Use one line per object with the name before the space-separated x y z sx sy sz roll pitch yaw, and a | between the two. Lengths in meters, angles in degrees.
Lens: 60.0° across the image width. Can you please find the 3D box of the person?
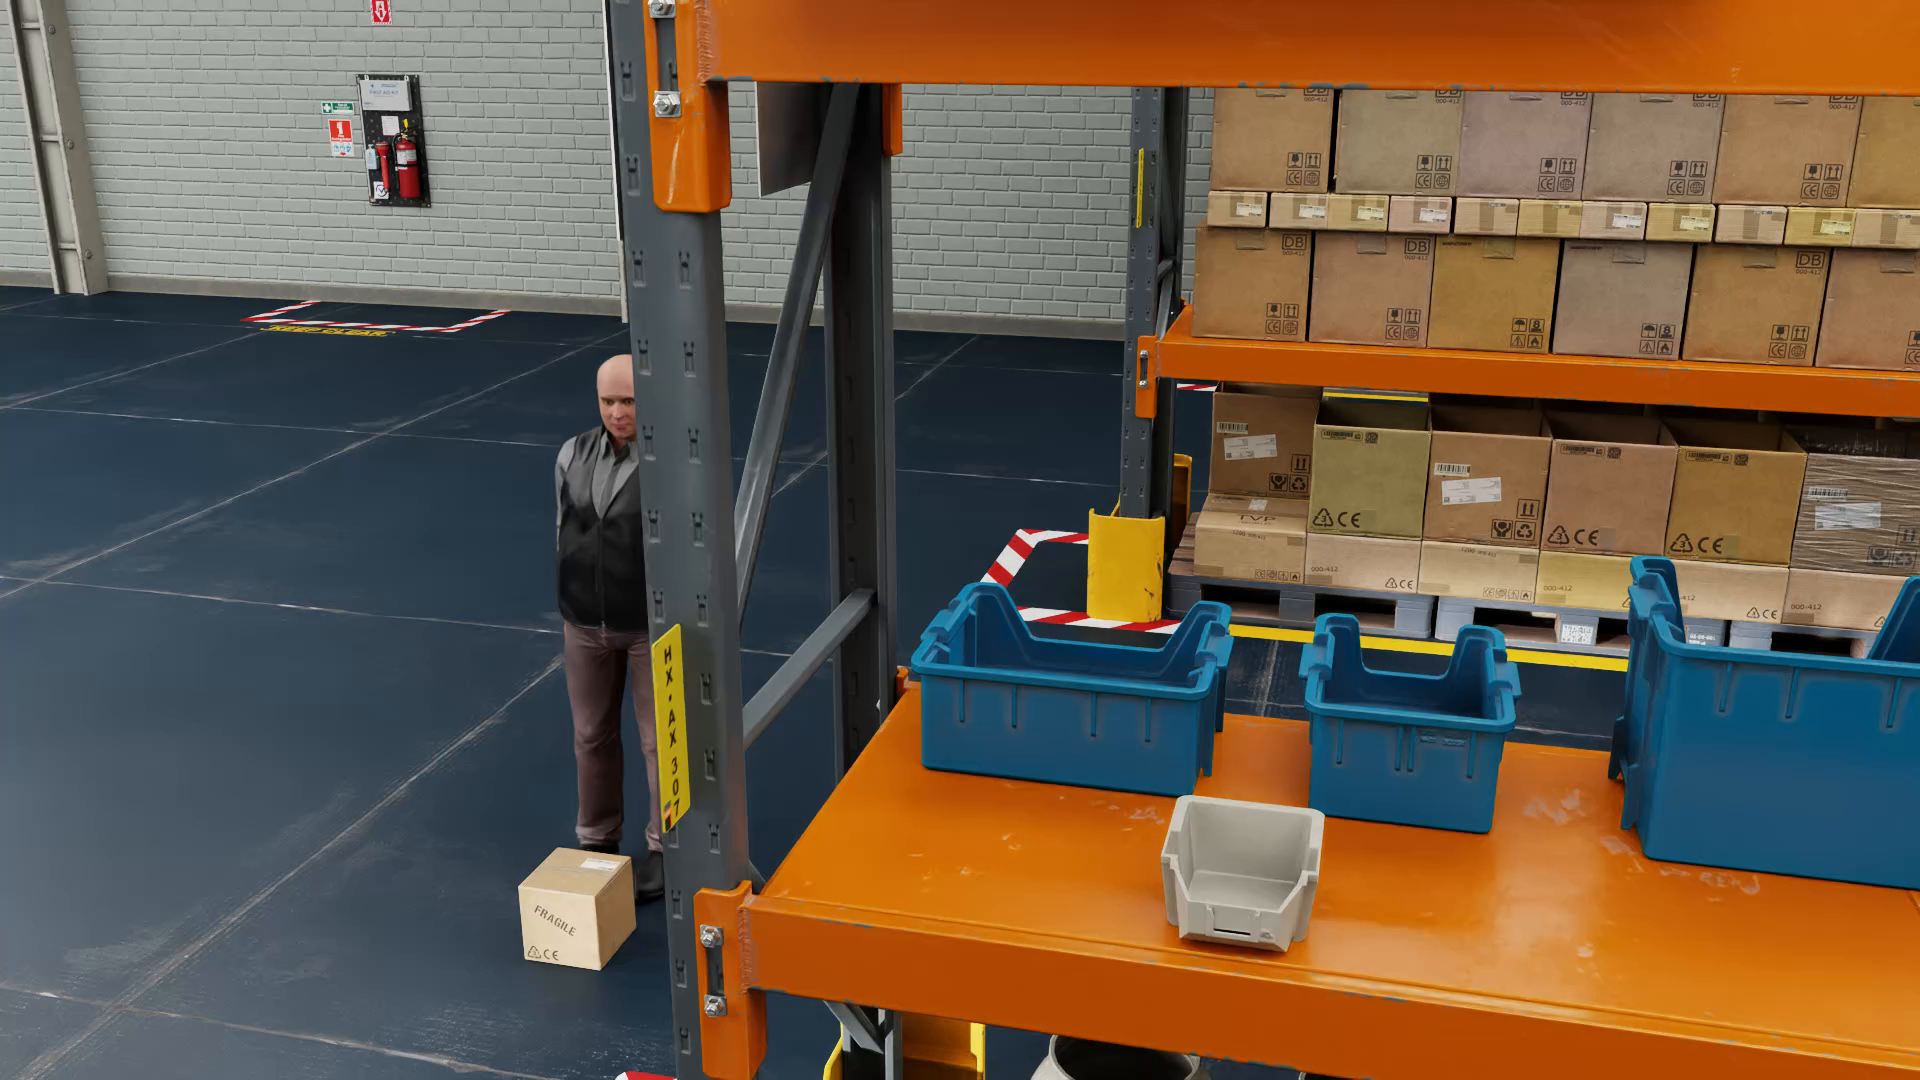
person | -1.033 0.332 5.249 0.536 1.634 0.406 4 19 13
